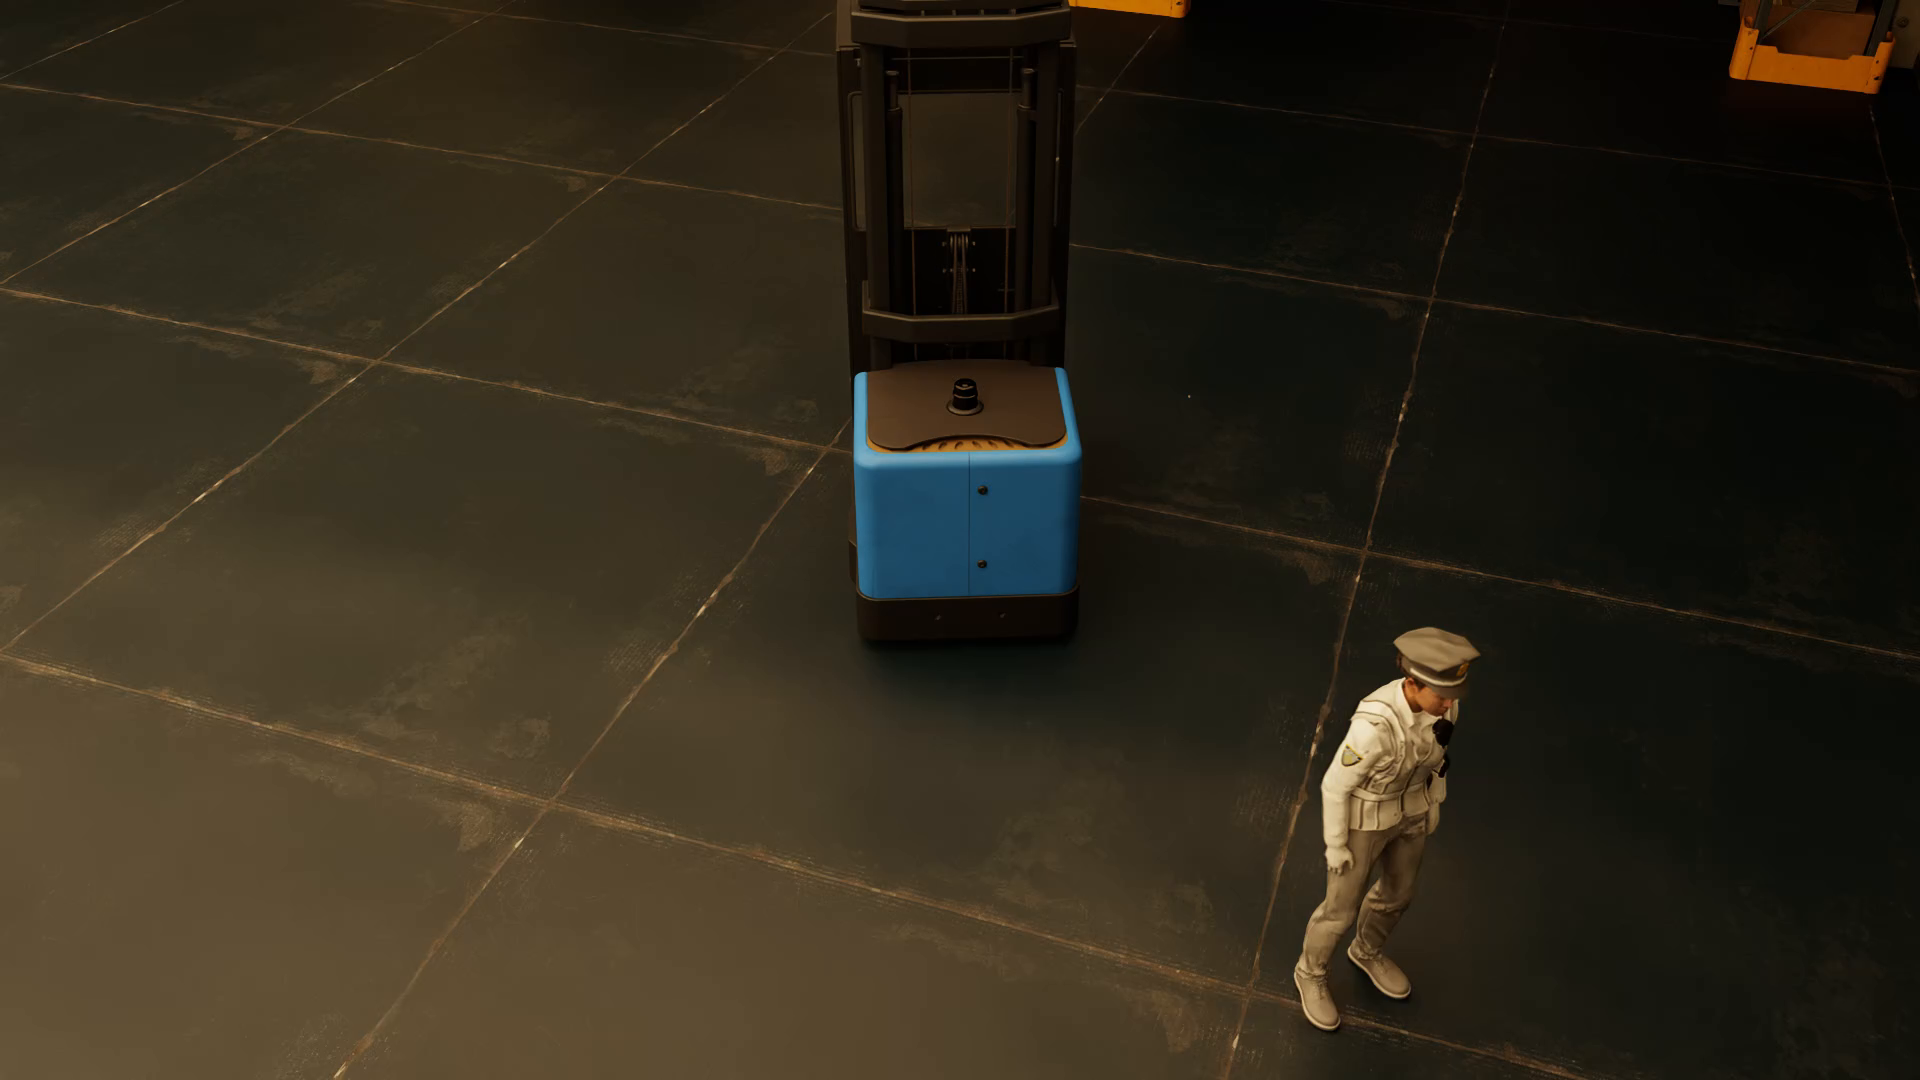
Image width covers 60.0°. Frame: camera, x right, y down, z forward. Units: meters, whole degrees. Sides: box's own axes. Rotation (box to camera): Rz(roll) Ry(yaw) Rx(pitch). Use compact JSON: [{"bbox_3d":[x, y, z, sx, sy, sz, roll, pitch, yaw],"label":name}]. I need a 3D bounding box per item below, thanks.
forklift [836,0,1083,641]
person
[{"bbox_3d":[-0.029,-1.547,8.293,1.130,2.935,3.031,-2,35,-2],"label":"forklift"},{"bbox_3d":[1.482,0.985,5.822,0.535,1.661,0.374,-18,39,-23],"label":"person"}]
